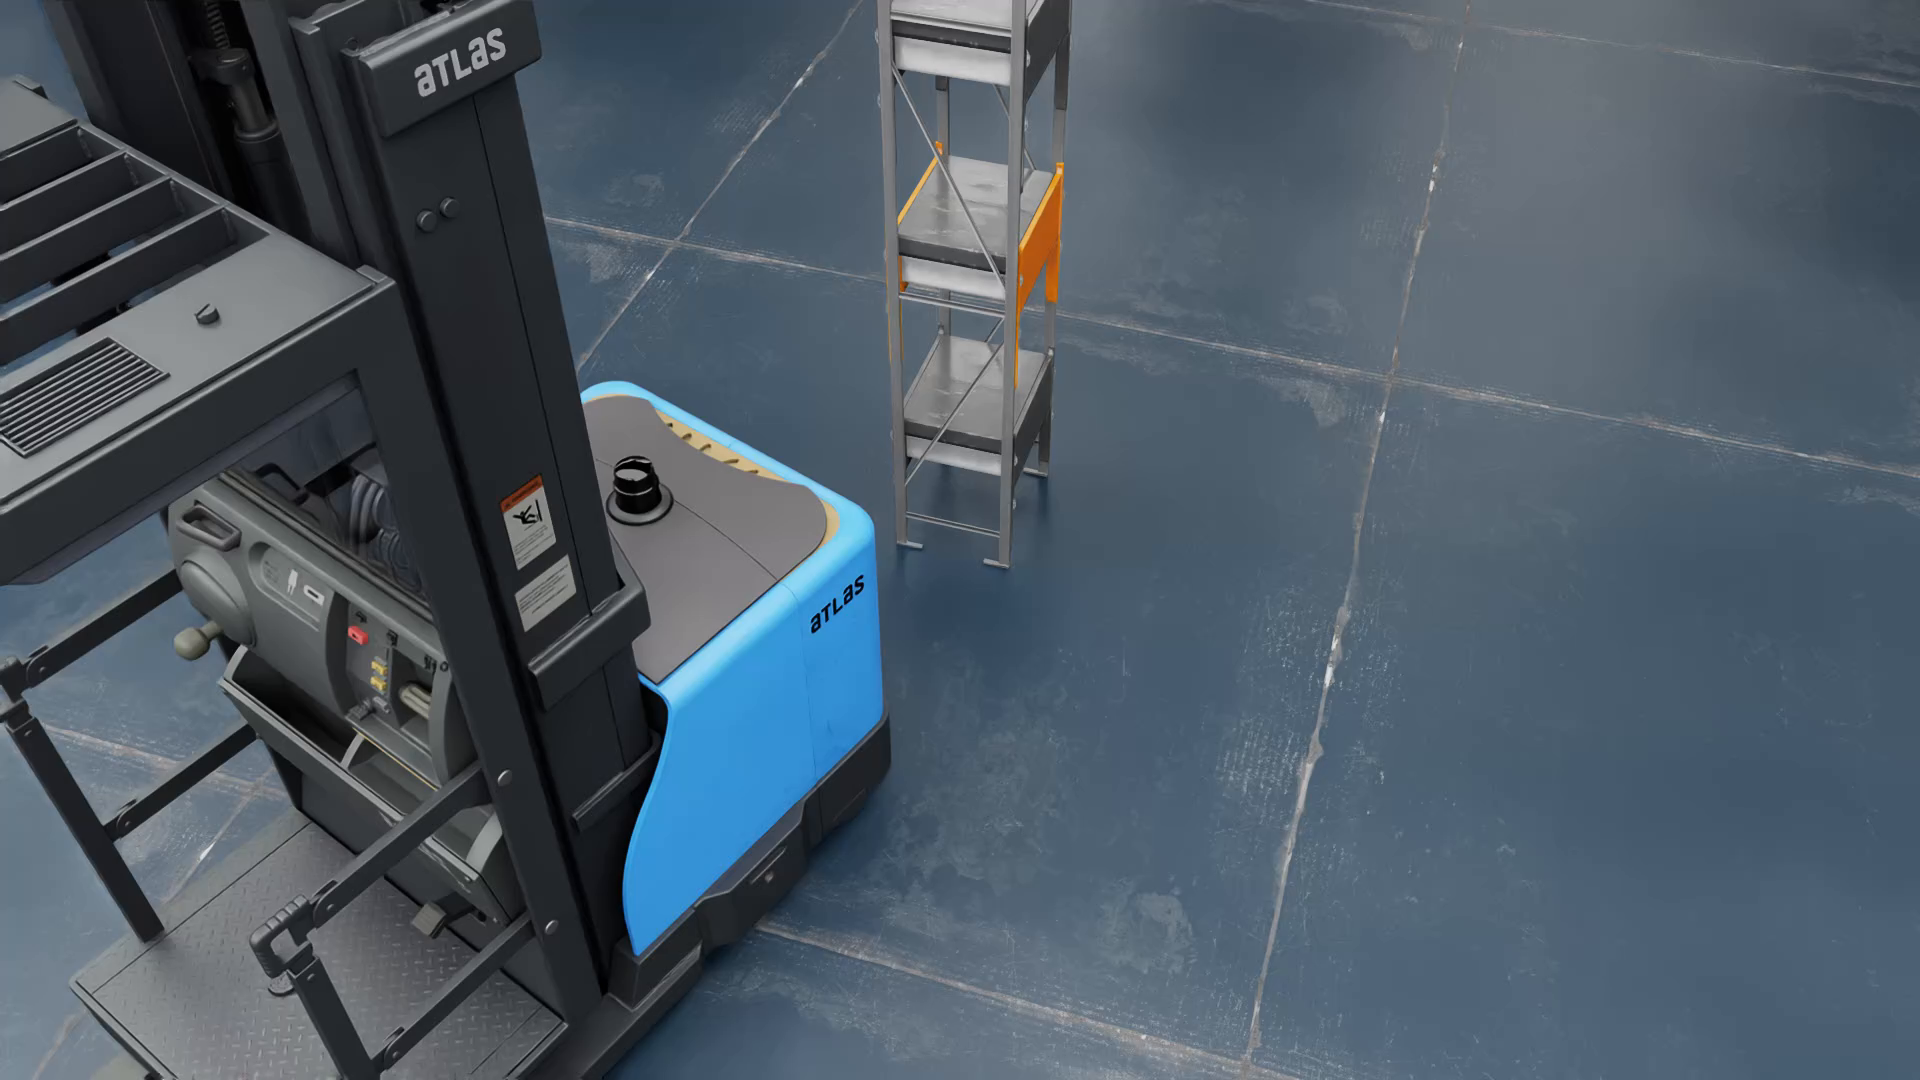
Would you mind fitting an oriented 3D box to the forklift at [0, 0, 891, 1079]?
[{"bbox_3d":[-1.500,0.268,3.380,1.130,2.935,3.031,28,51,26],"label":"forklift"}]

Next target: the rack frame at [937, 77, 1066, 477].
[{"bbox_3d":[0.124,-1.023,5.295,0.400,2.100,0.015,13,46,13],"label":"rack frame"}]

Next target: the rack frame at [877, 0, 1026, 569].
[{"bbox_3d":[-0.024,-0.698,4.962,0.400,2.100,0.015,13,46,13],"label":"rack frame"}]

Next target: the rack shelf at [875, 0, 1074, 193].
[{"bbox_3d":[0.050,-1.351,4.648,0.431,0.518,0.480,13,46,12],"label":"rack shelf"}]

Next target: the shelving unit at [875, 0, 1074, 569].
[{"bbox_3d":[0.050,-0.861,5.128,0.431,2.100,0.503,13,46,13],"label":"shelving unit"}]

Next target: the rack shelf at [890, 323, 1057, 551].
[{"bbox_3d":[0.050,-0.351,5.628,0.431,0.518,0.480,13,46,12],"label":"rack shelf"}]

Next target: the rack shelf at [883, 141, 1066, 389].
[{"bbox_3d":[0.050,-0.851,5.138,0.431,0.518,0.480,13,46,12],"label":"rack shelf"}]
